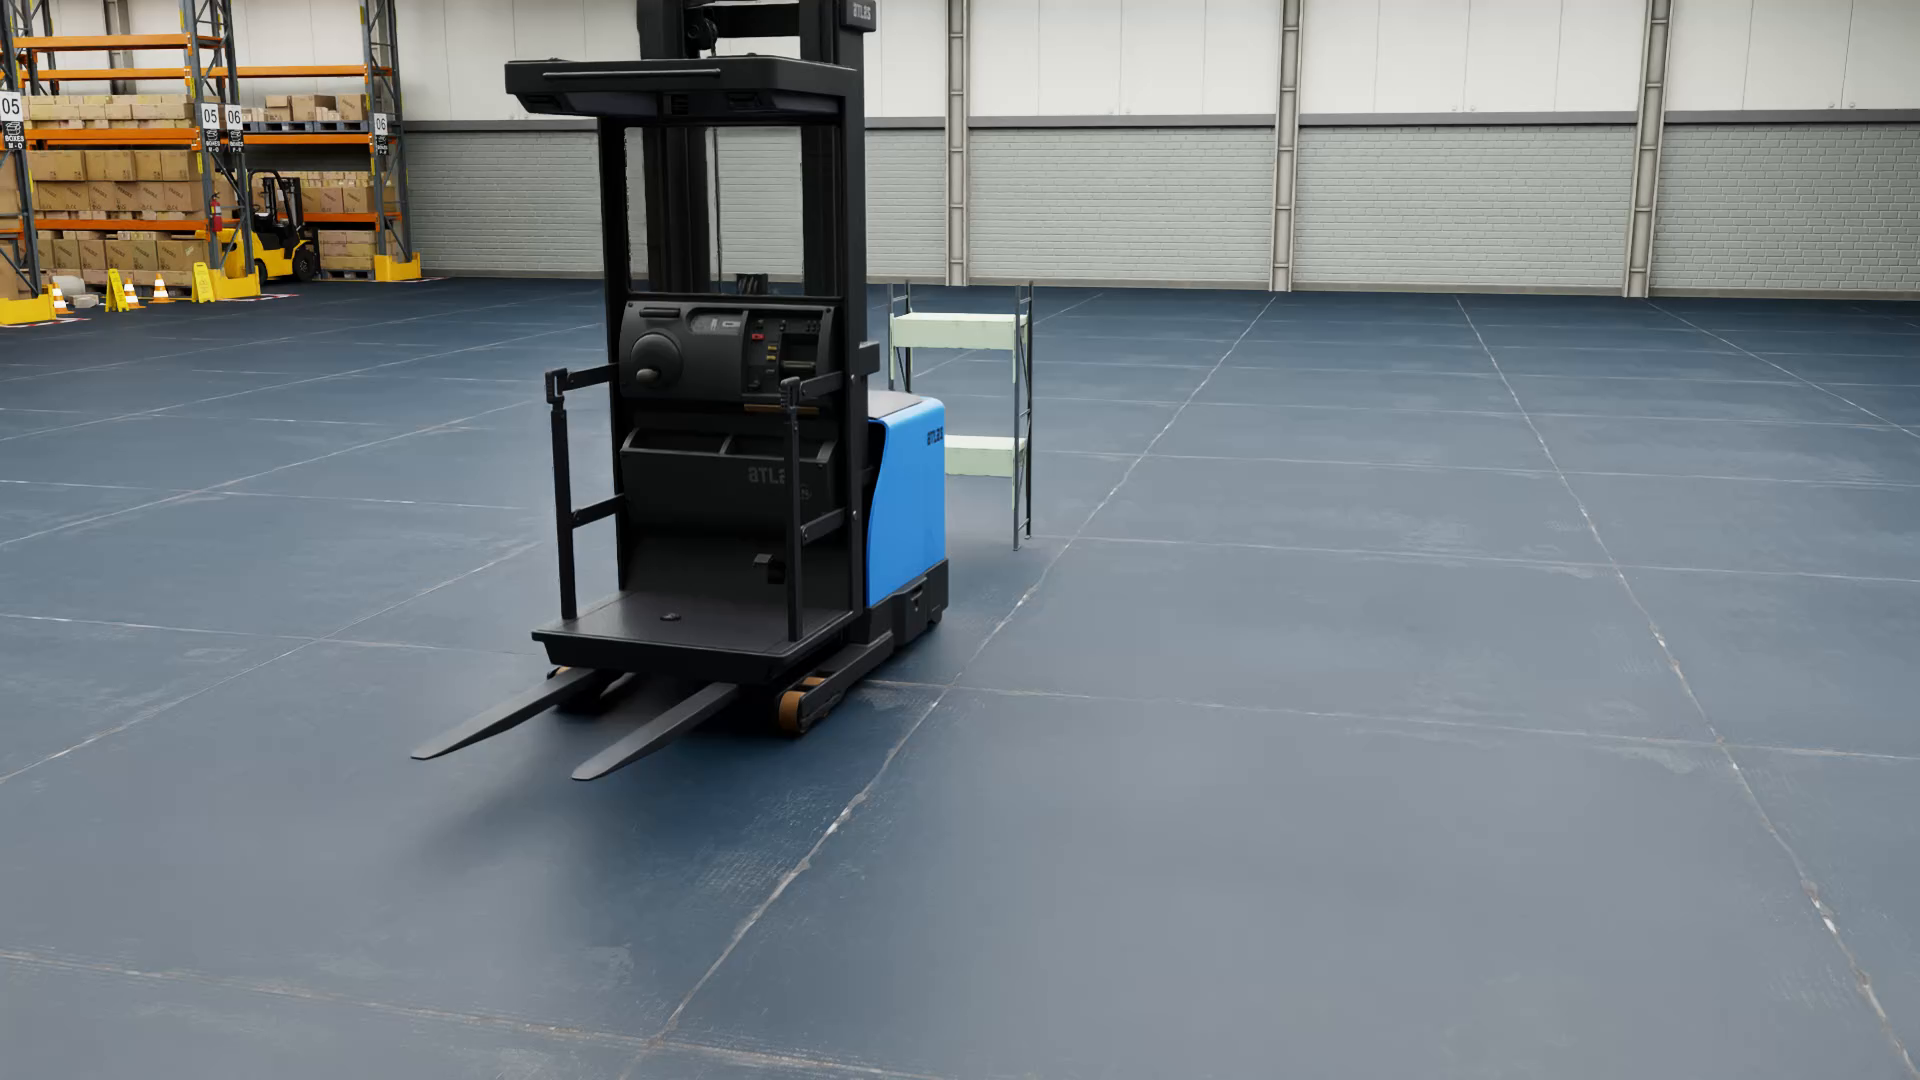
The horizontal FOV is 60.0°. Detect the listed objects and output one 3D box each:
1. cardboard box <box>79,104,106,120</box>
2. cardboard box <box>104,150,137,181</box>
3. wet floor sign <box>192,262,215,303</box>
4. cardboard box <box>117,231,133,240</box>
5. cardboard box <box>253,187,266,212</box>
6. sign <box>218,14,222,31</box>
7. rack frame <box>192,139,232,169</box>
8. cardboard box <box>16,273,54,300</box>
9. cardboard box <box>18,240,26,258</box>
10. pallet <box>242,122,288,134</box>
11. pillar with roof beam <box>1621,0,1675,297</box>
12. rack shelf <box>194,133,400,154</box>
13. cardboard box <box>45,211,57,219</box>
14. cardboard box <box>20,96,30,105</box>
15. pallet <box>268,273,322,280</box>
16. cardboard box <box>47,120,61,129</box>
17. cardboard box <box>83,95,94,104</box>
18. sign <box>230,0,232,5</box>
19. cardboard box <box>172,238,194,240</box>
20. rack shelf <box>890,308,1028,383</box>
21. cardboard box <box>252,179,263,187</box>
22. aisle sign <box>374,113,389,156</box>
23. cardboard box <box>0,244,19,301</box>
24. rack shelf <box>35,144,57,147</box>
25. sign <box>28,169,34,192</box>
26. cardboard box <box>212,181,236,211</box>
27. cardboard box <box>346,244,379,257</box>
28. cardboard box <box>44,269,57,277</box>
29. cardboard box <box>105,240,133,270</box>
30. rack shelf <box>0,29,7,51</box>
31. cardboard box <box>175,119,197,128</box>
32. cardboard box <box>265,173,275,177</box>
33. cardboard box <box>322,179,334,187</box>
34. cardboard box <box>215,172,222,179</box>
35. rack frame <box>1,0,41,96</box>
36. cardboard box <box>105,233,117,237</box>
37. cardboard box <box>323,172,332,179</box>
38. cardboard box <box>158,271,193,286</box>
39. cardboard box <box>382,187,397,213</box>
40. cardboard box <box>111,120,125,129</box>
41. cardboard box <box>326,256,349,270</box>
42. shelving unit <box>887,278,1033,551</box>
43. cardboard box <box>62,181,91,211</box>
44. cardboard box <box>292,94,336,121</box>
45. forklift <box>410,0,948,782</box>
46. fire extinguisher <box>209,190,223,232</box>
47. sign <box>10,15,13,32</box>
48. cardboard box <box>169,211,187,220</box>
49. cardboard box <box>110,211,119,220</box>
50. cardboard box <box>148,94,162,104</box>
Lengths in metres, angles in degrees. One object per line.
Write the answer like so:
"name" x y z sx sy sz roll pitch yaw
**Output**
"cardboard box" -14.463 -7.213 28.054 0.500 0.250 0.500 3 13 14
"cardboard box" -13.975 -6.324 28.088 0.500 0.500 0.700 3 13 13
"wet floor sign" -12.489 -4.245 27.376 0.232 0.644 0.267 8 15 33
"cardboard box" -14.129 -5.194 28.368 0.250 0.149 0.380 4 13 16
"cardboard box" -13.746 -6.802 33.235 0.500 0.500 0.500 3 13 13
"sign" -14.959 -10.458 33.573 0.005 0.325 0.100 3 13 14
"rack frame" -15.115 -6.880 33.821 0.127 3.000 1.000 3 13 14
"cardboard box" -14.729 -3.969 26.461 0.637 0.503 0.797 -6 14 -25
"cardboard box" -19.461 -6.049 34.877 0.500 0.500 0.500 3 13 15
"pallet" -14.281 -8.263 33.330 1.213 0.211 1.003 3 13 14
"pillar with roof beam" 10.578 -7.677 23.558 0.400 9.000 9.100 3 13 14
"rack shelf" -13.174 -7.890 33.106 4.000 0.370 1.077 3 13 14
"cardboard box" -15.549 -5.620 28.721 0.250 0.149 0.380 3 13 13
"cardboard box" -15.814 -7.475 28.315 0.250 0.149 0.380 3 13 15
"pallet" -13.165 -5.406 33.614 1.213 0.211 1.003 3 13 14
"cardboard box" -15.316 -7.074 28.348 0.250 0.149 0.380 3 13 15
"cardboard box" -14.544 -7.419 28.063 0.250 0.149 0.380 3 13 15
"sign" -12.287 -9.166 27.934 0.005 0.325 0.100 3 13 14
"cardboard box" -13.666 -4.985 28.924 0.500 0.500 0.500 3 13 11
"rack shelf" 0.006 -1.113 9.485 0.720 0.370 0.431 3 13 14
"cardboard box" -13.881 -7.111 33.131 0.250 0.149 0.380 3 13 13
"aisle sign" -11.238 -7.877 32.310 0.004 0.787 0.394 3 13 14
"cardboard box" -14.180 -3.772 23.745 0.875 0.875 0.875 3 13 14
"rack shelf" -20.941 -8.305 34.977 4.000 0.370 1.077 3 13 14
"sign" -13.367 -5.160 23.886 0.005 0.325 0.100 3 13 14
"cardboard box" -12.811 -5.906 28.510 0.500 0.500 0.500 3 13 13
"cardboard box" -11.779 -5.739 32.901 0.500 0.250 0.500 3 13 13
"cardboard box" -15.793 -4.612 28.973 0.500 0.250 0.500 2 13 11
"cardboard box" -14.254 -4.898 28.534 0.500 0.500 0.500 3 13 12
"rack shelf" -15.447 -7.069 23.403 4.000 0.370 1.077 3 13 14
"cardboard box" -12.831 -6.930 27.700 0.250 0.149 0.380 3 13 14
"cardboard box" -13.607 -7.262 33.125 0.250 0.149 0.380 3 13 13
"cardboard box" -12.366 -7.046 32.838 0.250 0.149 0.380 3 13 13
"cardboard box" -14.877 -7.312 33.352 0.250 0.149 0.380 3 13 15
"rack frame" -16.301 -8.765 28.465 0.127 3.000 1.000 3 13 14
"cardboard box" -17.760 -6.066 34.664 0.625 0.625 0.875 3 13 15
"cardboard box" -12.361 -7.201 32.848 0.250 0.149 0.380 3 13 14
"cardboard box" -13.290 -4.478 28.371 0.500 0.250 0.500 3 13 13
"cardboard box" -11.646 -6.806 33.253 0.500 0.500 0.500 3 13 15
"cardboard box" -14.067 -7.003 28.026 0.250 0.149 0.380 3 13 12
"cardboard box" -12.244 -5.521 33.073 0.500 0.250 0.500 3 13 14
"shelving unit" 0.006 -0.732 9.570 0.755 1.500 0.431 3 13 14
"cardboard box" -14.963 -5.899 28.480 0.500 0.500 0.500 3 13 13
"cardboard box" -12.690 -8.486 32.700 0.500 0.500 0.700 3 13 14
"forklift" -1.011 -0.785 6.507 1.130 2.935 3.031 4 13 18
"fire extinguisher" -12.417 -5.488 27.724 0.183 0.674 0.296 3 13 14
"sign" -19.119 -10.397 33.480 0.005 0.325 0.100 3 13 14
"cardboard box" -13.104 -5.470 28.045 0.250 0.149 0.380 3 13 13
"cardboard box" -14.311 -5.564 28.467 0.250 0.149 0.380 3 13 14
"cardboard box" -13.310 -7.346 27.734 0.250 0.149 0.380 3 13 13
